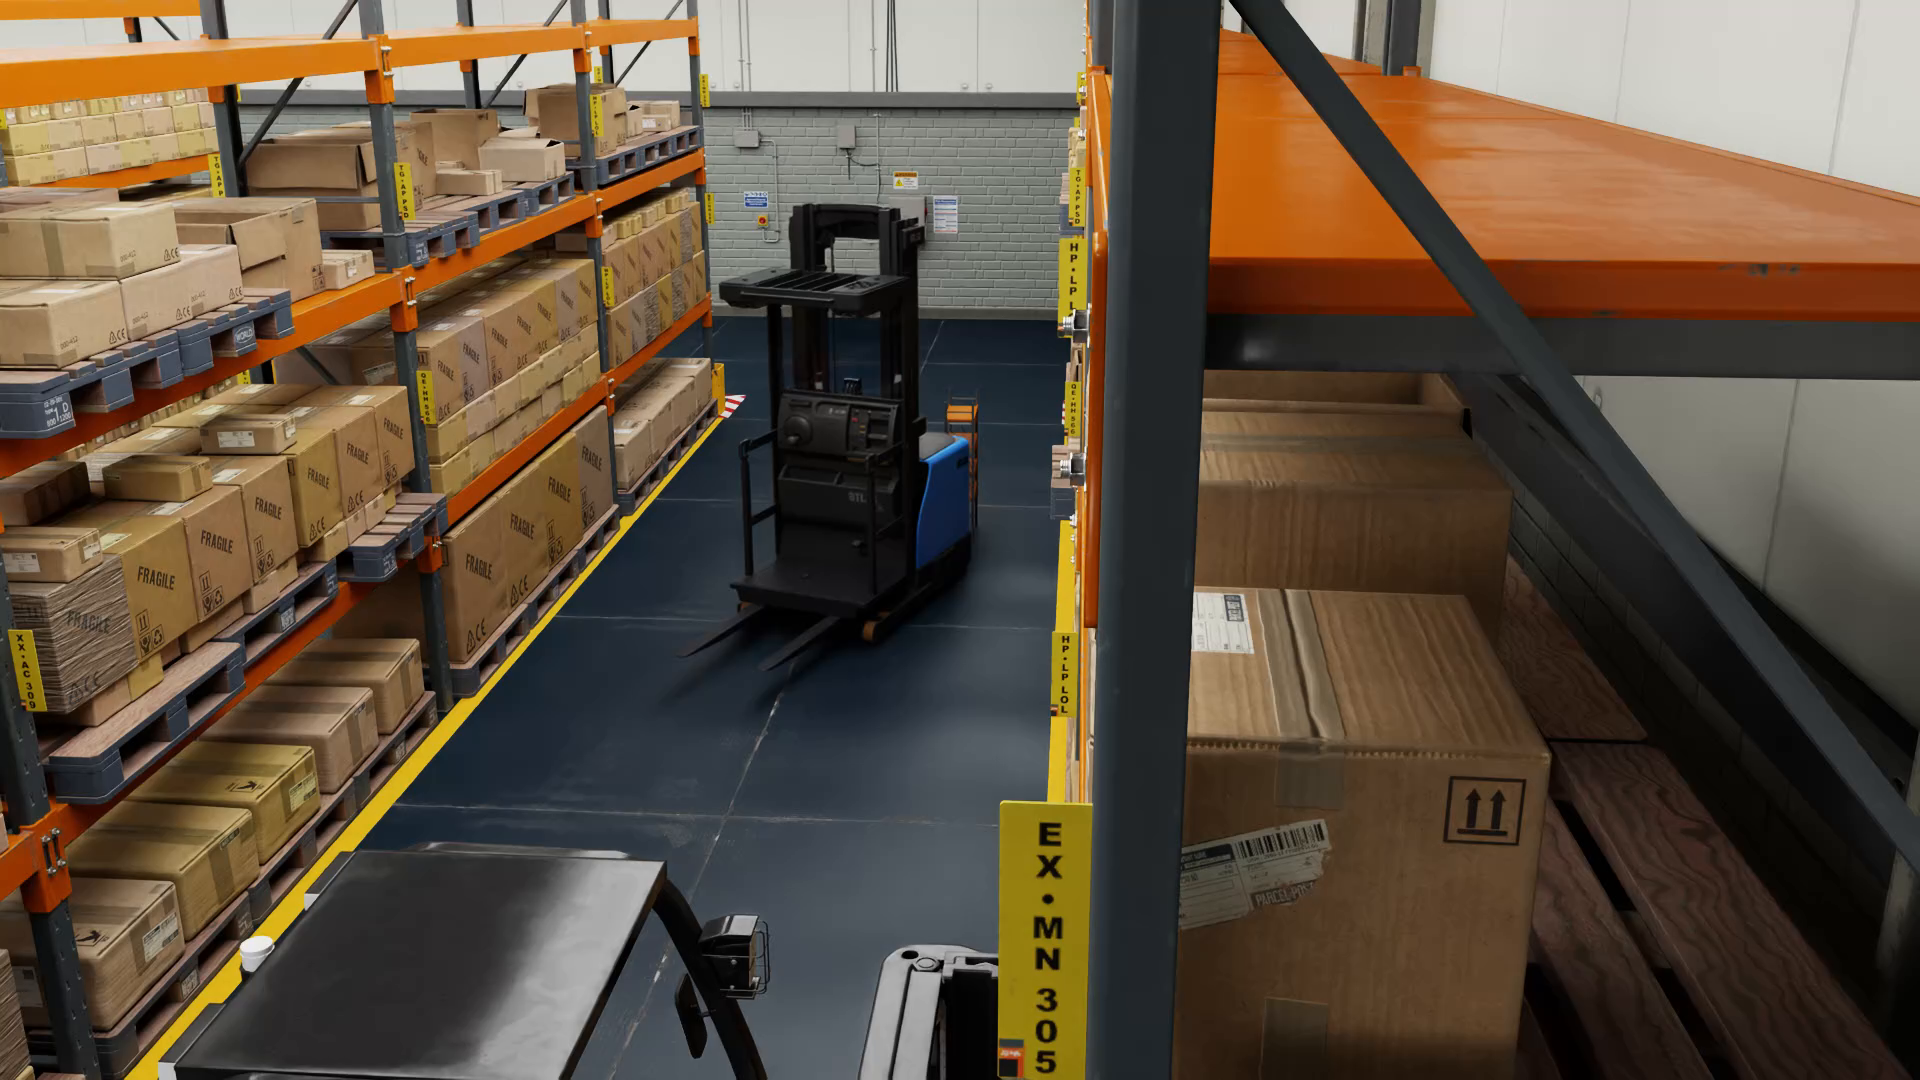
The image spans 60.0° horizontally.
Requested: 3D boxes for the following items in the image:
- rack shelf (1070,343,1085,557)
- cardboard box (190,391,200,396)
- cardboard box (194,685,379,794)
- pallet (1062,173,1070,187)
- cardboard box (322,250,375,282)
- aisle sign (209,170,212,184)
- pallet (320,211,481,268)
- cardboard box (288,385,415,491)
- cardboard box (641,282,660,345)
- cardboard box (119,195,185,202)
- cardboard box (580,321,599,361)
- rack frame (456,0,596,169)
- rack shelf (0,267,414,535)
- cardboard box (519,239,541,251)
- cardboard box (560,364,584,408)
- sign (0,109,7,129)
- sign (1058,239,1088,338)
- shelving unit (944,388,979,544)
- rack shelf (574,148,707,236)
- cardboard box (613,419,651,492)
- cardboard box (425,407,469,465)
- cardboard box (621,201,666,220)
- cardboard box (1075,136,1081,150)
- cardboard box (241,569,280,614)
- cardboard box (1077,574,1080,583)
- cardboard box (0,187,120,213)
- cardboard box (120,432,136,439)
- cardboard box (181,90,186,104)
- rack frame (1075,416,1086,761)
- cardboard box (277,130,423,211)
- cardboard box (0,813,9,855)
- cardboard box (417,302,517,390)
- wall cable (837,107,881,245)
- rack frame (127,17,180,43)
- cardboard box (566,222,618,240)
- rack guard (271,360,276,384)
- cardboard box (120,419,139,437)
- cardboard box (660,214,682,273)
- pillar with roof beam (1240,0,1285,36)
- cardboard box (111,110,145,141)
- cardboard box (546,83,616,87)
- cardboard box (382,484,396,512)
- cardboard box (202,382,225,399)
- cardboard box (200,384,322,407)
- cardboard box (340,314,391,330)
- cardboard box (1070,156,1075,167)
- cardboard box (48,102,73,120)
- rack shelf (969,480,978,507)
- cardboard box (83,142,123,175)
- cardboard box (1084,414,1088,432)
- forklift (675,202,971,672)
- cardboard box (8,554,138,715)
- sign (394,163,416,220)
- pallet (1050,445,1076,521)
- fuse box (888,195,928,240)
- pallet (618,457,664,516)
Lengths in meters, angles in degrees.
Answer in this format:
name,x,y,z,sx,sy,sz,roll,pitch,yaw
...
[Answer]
name,x,y,z,sx,sy,sz,roll,pitch,yaw
rack shelf,1.060,-0.704,7.592,1.077,0.370,4.000,1,18,4
cardboard box,-7.916,-1.548,16.780,0.380,0.149,0.250,2,18,6
cardboard box,-3.843,1.103,9.286,0.950,0.372,0.625,1,18,3
pallet,1.374,-2.619,12.583,1.213,0.211,1.003,1,18,4
cardboard box,-3.561,-1.555,9.436,0.380,0.149,0.250,1,18,4
aisle sign,-7.814,-4.166,17.645,0.394,0.787,0.004,1,18,4
pallet,-3.754,-1.888,10.353,1.213,0.211,1.003,2,18,6
cardboard box,-3.503,-0.592,9.600,0.500,0.500,0.500,1,18,2
cardboard box,-3.084,-2.091,15.327,0.500,0.500,0.500,1,18,4
cardboard box,-7.968,-3.112,16.359,0.500,0.500,0.500,2,18,7
cardboard box,-3.250,-1.617,13.479,0.500,0.250,0.500,1,18,4
rack frame,-3.461,-4.444,13.034,1.000,3.000,0.127,1,18,4
rack shelf,-3.891,-0.813,7.926,1.077,0.370,4.000,1,18,4
cardboard box,-3.756,-2.527,14.010,0.380,0.149,0.250,1,18,3
cardboard box,-3.279,-1.219,13.067,0.500,0.250,0.500,1,18,3
sign,-7.851,-3.519,13.566,0.100,0.325,0.005,1,18,4
sign,0.375,-0.829,5.482,0.100,0.325,0.005,1,18,4
shelving unit,0.012,-0.622,13.893,0.258,1.200,0.503,1,18,4
rack shelf,-3.317,-3.298,15.509,1.077,0.370,4.000,1,18,4
cardboard box,-3.309,-0.768,14.890,0.875,0.438,0.875,1,18,3
cardboard box,-3.465,-0.669,10.586,0.500,0.250,0.500,1,18,4
cardboard box,-3.037,-3.153,15.920,0.380,0.149,0.250,2,18,5
cardboard box,1.031,-2.852,12.084,0.380,0.149,0.250,1,18,3
cardboard box,-3.558,0.242,8.095,0.380,0.149,0.250,2,18,6
cardboard box,0.769,0.358,7.452,0.500,0.250,0.500,2,18,5
cardboard box,-4.069,-1.400,7.325,0.500,0.250,0.500,2,18,5
cardboard box,-8.121,-0.948,15.904,0.380,0.149,0.250,1,18,2
cardboard box,-7.982,-4.432,16.612,0.380,0.149,0.250,1,18,2
rack frame,0.917,1.001,6.051,1.000,3.000,0.127,1,18,4
cardboard box,-3.866,-2.335,10.580,0.700,0.500,0.500,0,18,1
cardboard box,-3.753,1.117,6.099,0.380,0.149,0.250,1,18,3
cardboard box,-3.390,-1.336,11.417,0.500,0.500,0.500,2,18,5
wall cable,-1.378,-5.042,22.862,0.588,1.984,0.122,1,18,4
rack frame,-8.119,-5.766,17.067,1.000,3.000,0.127,1,18,4
cardboard box,-3.201,-2.677,14.467,0.380,0.149,0.250,1,18,3
rack guard,-8.124,-1.703,18.318,1.175,0.500,0.348,1,18,4
cardboard box,-8.085,-1.090,15.858,0.380,0.149,0.250,2,18,6
cardboard box,-3.018,-2.887,16.149,0.500,0.500,0.500,1,18,4
pillar with roof beam,-1.855,-4.627,13.591,9.100,9.000,0.400,1,18,4
cardboard box,-8.020,-3.883,15.578,0.500,0.250,0.500,0,18,2
cardboard box,-3.468,-3.933,15.296,0.500,0.500,0.500,2,18,5
cardboard box,-3.483,-0.239,9.565,0.380,0.149,0.250,2,18,5
cardboard box,-7.907,-1.569,17.321,0.380,0.149,0.250,1,18,2
cardboard box,-4.011,-0.605,9.639,0.500,0.500,0.500,1,18,2
cardboard box,-3.943,-1.200,11.000,0.500,0.500,0.500,2,18,5
cardboard box,0.995,-2.716,12.145,0.380,0.149,0.250,2,18,5
cardboard box,-8.065,-3.781,14.626,0.380,0.149,0.250,1,18,2
rack shelf,0.012,-0.369,13.976,0.258,0.148,0.480,1,18,4
cardboard box,-8.025,-3.482,15.155,0.500,0.250,0.500,2,18,6
cardboard box,0.508,-0.154,4.138,0.396,0.266,0.258,1,18,3
forklift,-0.960,-0.815,11.703,1.130,2.935,3.031,8,20,22
cardboard box,-3.715,0.364,6.683,0.500,0.500,0.500,2,18,5
sign,-3.206,-2.009,9.591,0.100,0.325,0.005,1,18,4
pallet,1.182,-0.362,10.520,1.213,0.211,1.003,1,18,4
fuse box,-0.708,-3.883,23.025,0.539,1.711,0.414,1,18,4
pallet,-3.328,-0.503,15.118,1.003,0.211,1.213,1,18,4
